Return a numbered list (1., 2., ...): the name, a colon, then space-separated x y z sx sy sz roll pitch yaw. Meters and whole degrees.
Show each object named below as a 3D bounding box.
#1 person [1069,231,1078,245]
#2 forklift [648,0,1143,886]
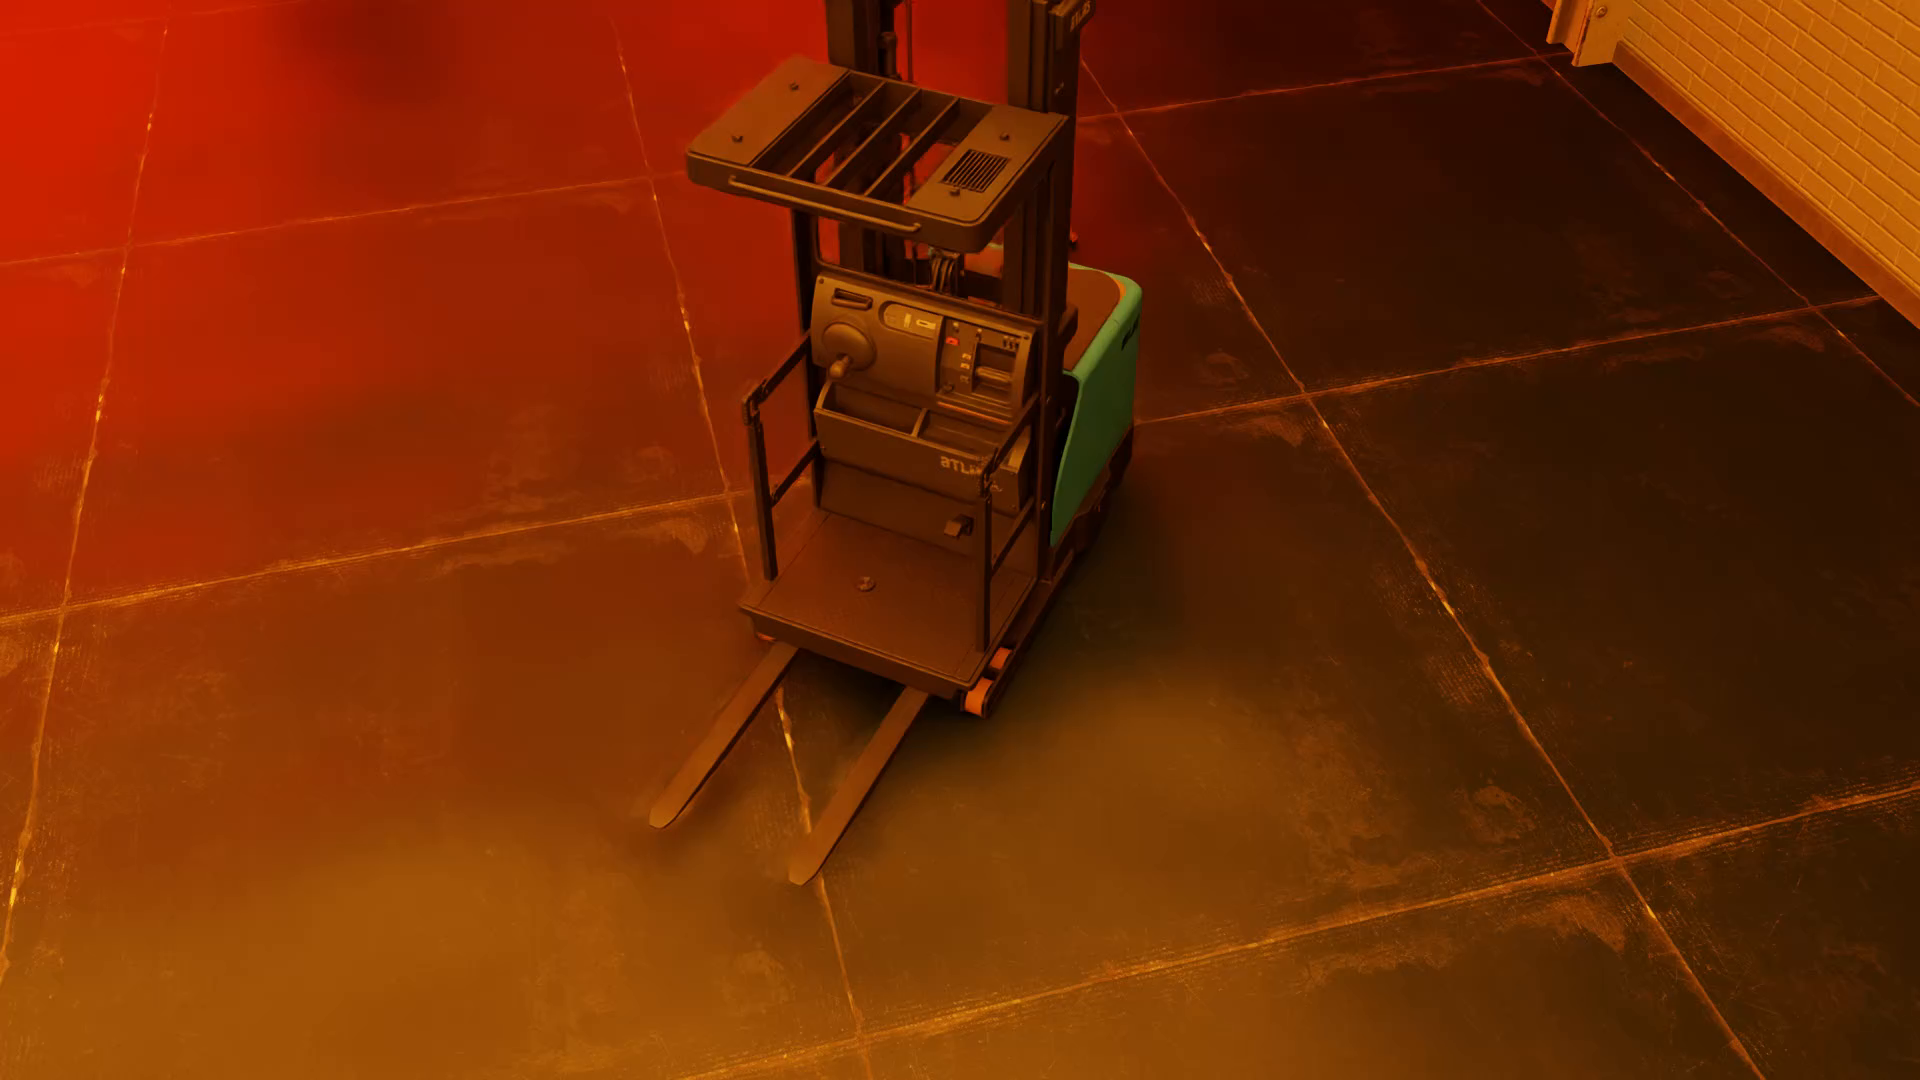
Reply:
1. person: 0.488 -2.295 8.915 0.451 1.778 0.611 5 44 5
2. forklift: -0.246 -0.671 6.355 1.130 2.935 3.031 18 46 18
